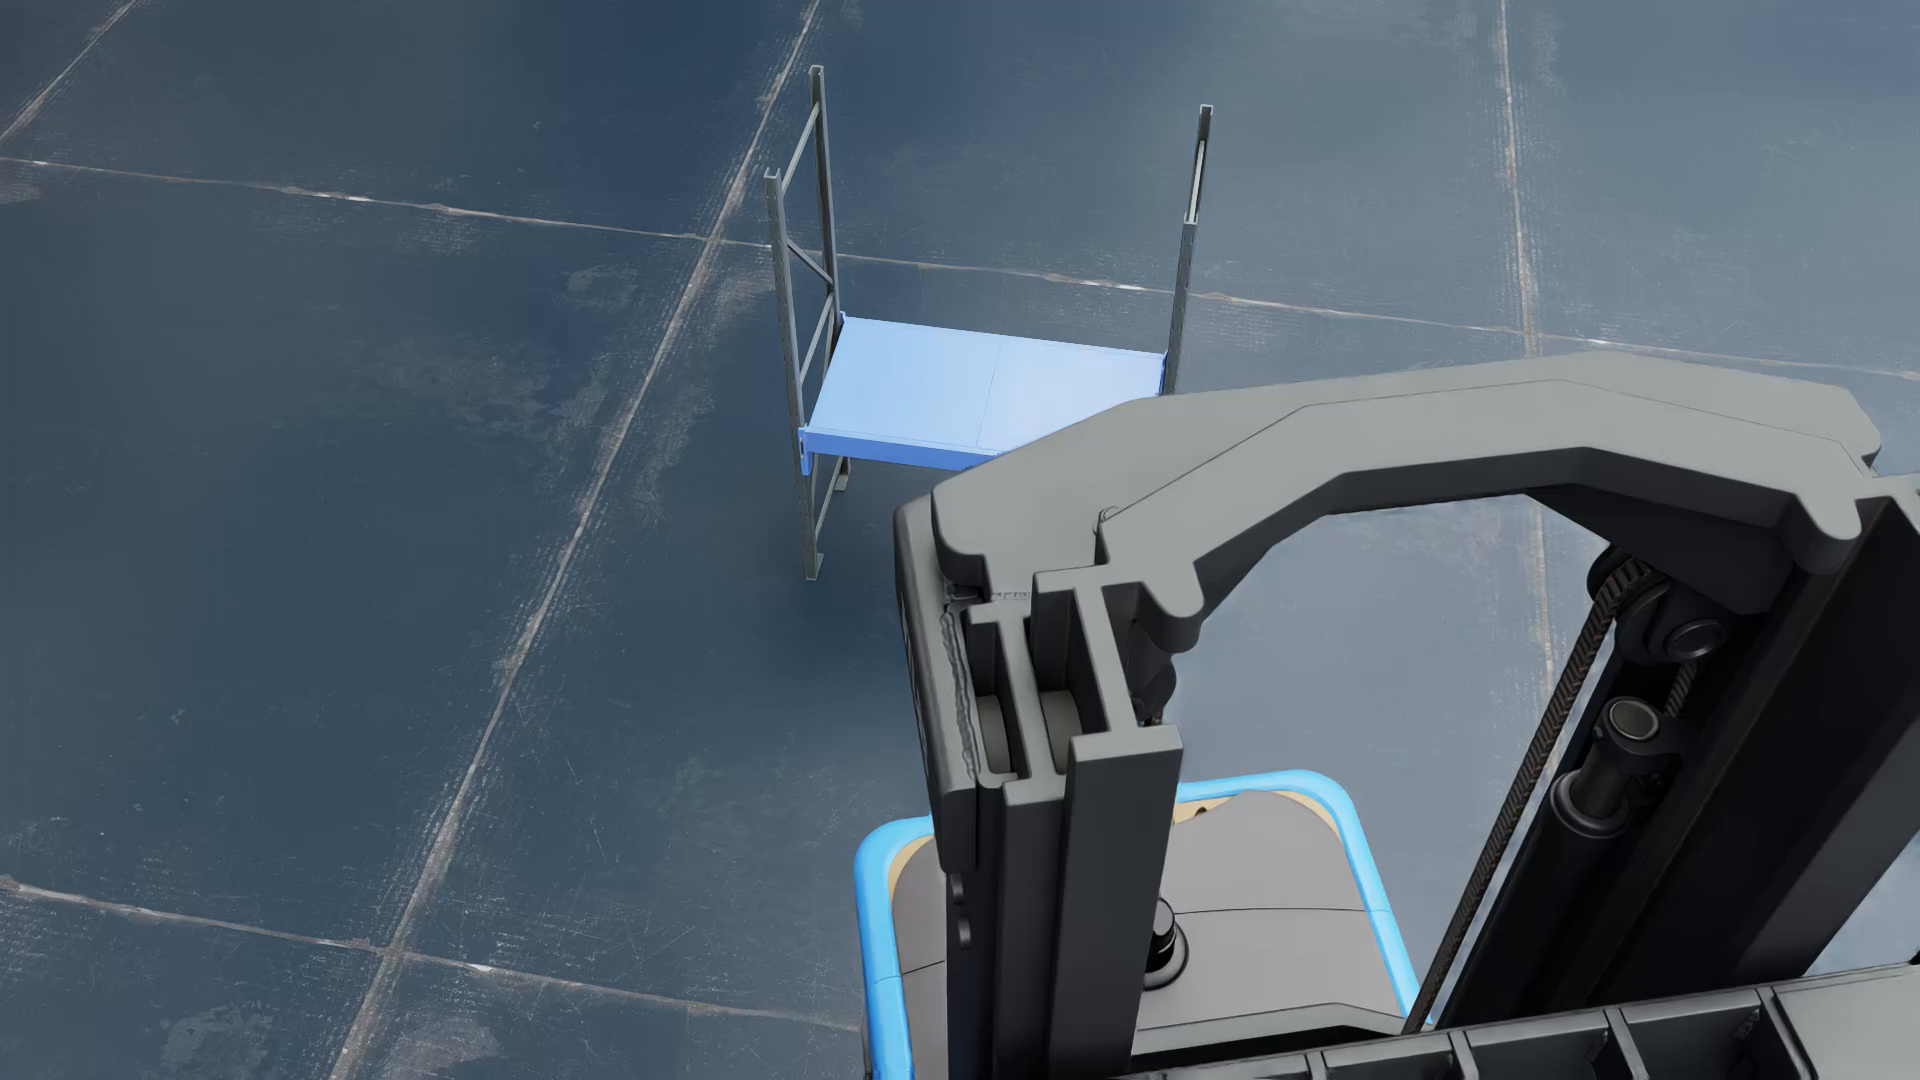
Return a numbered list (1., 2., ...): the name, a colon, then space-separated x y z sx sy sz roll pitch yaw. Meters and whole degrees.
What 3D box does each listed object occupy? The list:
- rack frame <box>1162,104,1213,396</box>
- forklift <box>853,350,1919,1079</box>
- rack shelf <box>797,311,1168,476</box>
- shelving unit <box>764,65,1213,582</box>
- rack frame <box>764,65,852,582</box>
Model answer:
1. rack frame: 0.584 -0.423 4.622 0.032 1.500 0.500 8 49 7
2. forklift: 0.501 1.338 2.078 1.130 2.935 3.031 -6 48 -6
3. rack shelf: 0.084 -0.370 4.816 1.000 0.185 0.538 8 49 7
4. shelving unit: 0.084 -0.490 4.682 1.048 1.500 0.538 8 49 7
5. rack frame: -0.416 -0.557 4.742 0.032 1.500 0.500 8 49 7
